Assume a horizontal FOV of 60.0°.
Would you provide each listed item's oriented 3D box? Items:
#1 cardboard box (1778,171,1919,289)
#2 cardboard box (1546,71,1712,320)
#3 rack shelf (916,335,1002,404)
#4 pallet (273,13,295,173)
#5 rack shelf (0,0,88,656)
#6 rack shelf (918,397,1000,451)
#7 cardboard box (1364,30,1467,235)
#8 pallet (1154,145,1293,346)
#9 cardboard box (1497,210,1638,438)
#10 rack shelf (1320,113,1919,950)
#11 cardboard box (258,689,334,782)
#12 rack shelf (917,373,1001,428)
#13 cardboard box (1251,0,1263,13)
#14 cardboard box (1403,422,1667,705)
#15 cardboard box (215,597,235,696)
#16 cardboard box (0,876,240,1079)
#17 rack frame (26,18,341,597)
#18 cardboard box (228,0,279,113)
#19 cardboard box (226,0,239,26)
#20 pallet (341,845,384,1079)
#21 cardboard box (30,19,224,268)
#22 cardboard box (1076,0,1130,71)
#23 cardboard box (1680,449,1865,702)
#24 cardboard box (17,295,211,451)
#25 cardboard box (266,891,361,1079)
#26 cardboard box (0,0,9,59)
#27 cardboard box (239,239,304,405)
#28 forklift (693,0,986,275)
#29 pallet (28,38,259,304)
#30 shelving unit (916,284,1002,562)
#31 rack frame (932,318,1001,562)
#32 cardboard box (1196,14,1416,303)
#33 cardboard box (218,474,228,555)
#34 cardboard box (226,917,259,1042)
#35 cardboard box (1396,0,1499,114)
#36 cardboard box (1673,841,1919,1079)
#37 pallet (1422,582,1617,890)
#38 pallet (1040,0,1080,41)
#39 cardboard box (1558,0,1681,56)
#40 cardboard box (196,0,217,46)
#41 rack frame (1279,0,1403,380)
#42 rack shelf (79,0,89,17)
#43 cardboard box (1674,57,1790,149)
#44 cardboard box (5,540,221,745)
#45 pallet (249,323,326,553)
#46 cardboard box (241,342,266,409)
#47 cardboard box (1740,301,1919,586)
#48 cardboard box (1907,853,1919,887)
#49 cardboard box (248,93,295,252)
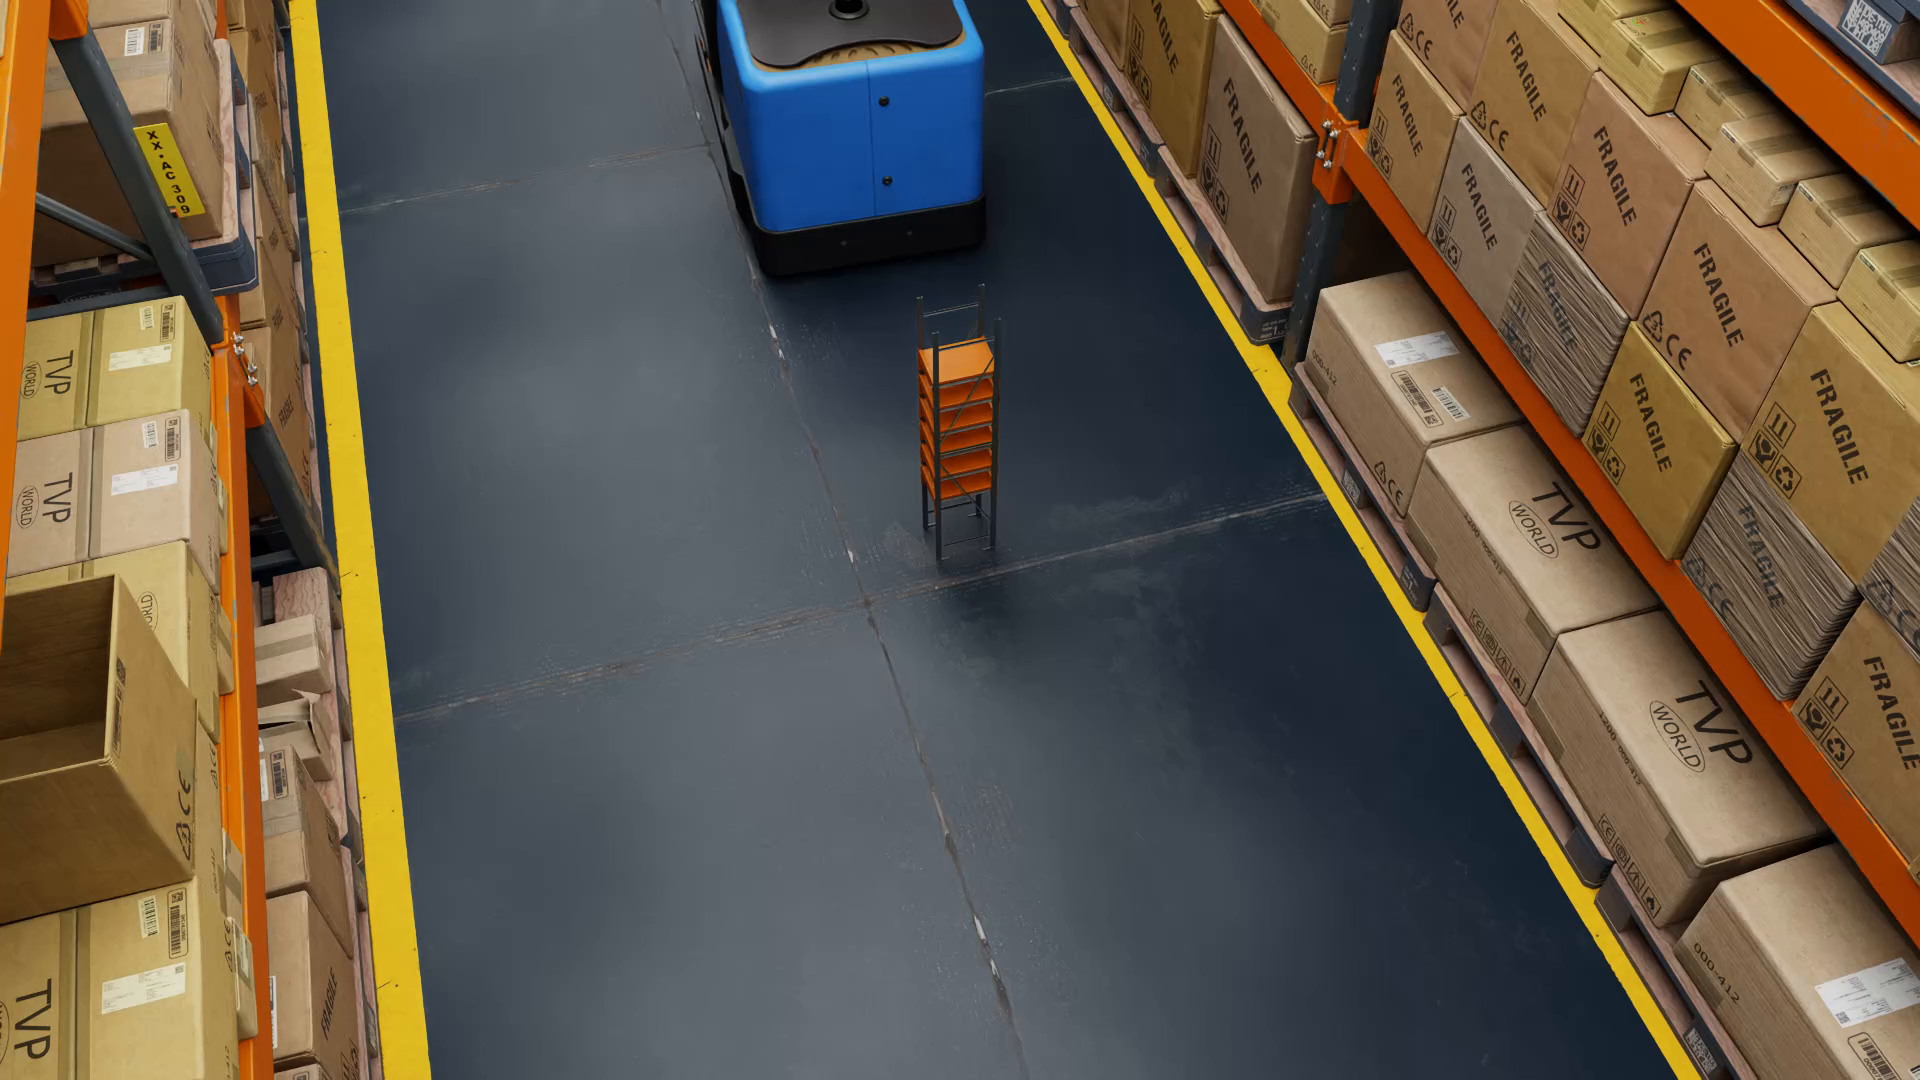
[{"bbox_3d":[2.274,-0.784,4.095,0.380,0.149,0.250,-12,51,-10],"label":"cardboard box"},{"bbox_3d":[2.072,-1.014,4.713,0.500,0.500,0.500,-12,51,-10],"label":"cardboard box"},{"bbox_3d":[-0.004,-0.601,5.849,0.258,0.103,0.180,-13,51,-11],"label":"rack shelf"},{"bbox_3d":[-3.861,-2.153,8.217,1.003,0.211,1.213,-13,51,-11],"label":"pallet"},{"bbox_3d":[-2.271,0.041,3.051,1.077,0.370,4.000,-13,51,-11],"label":"rack shelf"},{"bbox_3d":[-0.004,-0.446,6.032,0.258,0.103,0.180,-13,51,-11],"label":"rack shelf"},{"bbox_3d":[1.767,-1.440,5.726,0.500,0.500,0.500,-12,51,-10],"label":"cardboard box"},{"bbox_3d":[1.578,-1.457,7.630,1.003,0.211,1.213,-13,51,-11],"label":"pallet"},{"bbox_3d":[2.053,-0.706,5.108,0.500,0.500,0.500,-13,51,-11],"label":"cardboard box"},{"bbox_3d":[2.470,-0.117,5.147,1.077,0.370,4.000,-13,51,-11],"label":"rack shelf"},{"bbox_3d":[-2.311,0.663,5.533,0.396,0.266,0.258,-12,51,-10],"label":"cardboard box"},{"bbox_3d":[-0.004,-0.523,5.940,0.258,0.103,0.180,-13,51,-11],"label":"rack shelf"},{"bbox_3d":[1.355,-2.404,6.702,0.500,0.250,0.500,-14,51,-11],"label":"cardboard box"},{"bbox_3d":[2.227,0.018,5.964,0.875,0.438,0.875,-15,51,-12],"label":"cardboard box"},{"bbox_3d":[-2.175,0.320,4.472,0.380,0.149,0.250,-14,51,-12],"label":"cardboard box"},{"bbox_3d":[-1.859,1.060,3.588,0.500,0.250,0.500,-14,51,-12],"label":"cardboard box"},{"bbox_3d":[-2.862,-0.684,5.155,1.000,3.000,0.127,-13,51,-11],"label":"rack frame"},{"bbox_3d":[-3.577,-2.307,7.883,0.500,0.500,0.500,-14,51,-12],"label":"cardboard box"},{"bbox_3d":[-3.511,-2.446,7.576,0.380,0.149,0.250,-15,51,-12],"label":"cardboard box"},{"bbox_3d":[-2.296,1.609,5.045,1.003,0.211,1.213,-13,51,-11],"label":"pallet"},{"bbox_3d":[-2.792,-1.256,5.296,0.700,0.500,0.500,-12,51,-10],"label":"cardboard box"},{"bbox_3d":[1.080,-3.006,8.227,0.875,0.875,0.875,-13,51,-11],"label":"cardboard box"},{"bbox_3d":[2.370,0.044,4.475,0.500,0.500,0.500,-12,51,-10],"label":"cardboard box"},{"bbox_3d":[-2.479,-0.415,4.831,0.500,0.250,0.500,-12,51,-10],"label":"cardboard box"},{"bbox_3d":[-2.046,1.397,4.760,0.500,0.500,0.500,-12,51,-10],"label":"cardboard box"},{"bbox_3d":[-2.404,-1.195,3.787,0.380,0.149,0.250,-13,51,-11],"label":"cardboard box"},{"bbox_3d":[-2.957,-0.805,6.617,0.500,0.500,0.500,-14,51,-11],"label":"cardboard box"},{"bbox_3d":[-0.734,-3.285,7.392,1.130,2.935,3.031,-11,51,-9],"label":"forklift"},{"bbox_3d":[-2.994,-1.231,5.741,1.003,0.211,1.213,-13,51,-11],"label":"pallet"},{"bbox_3d":[-0.004,-0.397,6.090,0.258,1.200,0.189,-13,51,-11],"label":"shelving unit"},{"bbox_3d":[0.023,-0.330,6.034,0.240,1.200,0.006,-13,51,-11],"label":"rack frame"},{"bbox_3d":[1.618,-1.695,7.121,0.875,0.875,0.875,-12,51,-10],"label":"cardboard box"},{"bbox_3d":[-2.329,-0.058,4.791,0.380,0.149,0.250,-12,51,-10],"label":"cardboard box"},{"bbox_3d":[-1.848,1.064,3.845,0.380,0.149,0.250,-15,51,-12],"label":"cardboard box"},{"bbox_3d":[1.788,-1.761,5.343,0.500,0.500,0.500,-13,51,-11],"label":"cardboard box"},{"bbox_3d":[2.770,1.343,4.847,0.875,0.438,0.875,-15,51,-12],"label":"cardboard box"},{"bbox_3d":[2.393,0.555,5.934,1.003,0.211,1.213,-13,51,-11],"label":"pallet"},{"bbox_3d":[0.856,-3.239,9.132,1.003,0.211,1.213,-13,51,-11],"label":"pallet"},{"bbox_3d":[1.946,-1.528,4.722,0.380,0.149,0.250,-14,51,-11],"label":"cardboard box"},{"bbox_3d":[-2.907,-1.878,5.974,0.396,0.266,0.258,-11,51,-9],"label":"cardboard box"},{"bbox_3d":[1.878,-1.809,6.103,1.000,3.000,0.127,-13,51,-11],"label":"rack frame"},{"bbox_3d":[-3.454,-2.880,5.514,1.077,0.370,4.000,-13,51,-11],"label":"rack shelf"},{"bbox_3d":[2.149,-1.162,4.414,0.380,0.149,0.250,-13,51,-11],"label":"cardboard box"},{"bbox_3d":[-2.182,0.315,4.216,0.500,0.250,0.500,-14,51,-11],"label":"cardboard box"},{"bbox_3d":[-3.139,-0.371,6.715,1.003,0.211,1.213,-13,51,-11],"label":"pallet"},{"bbox_3d":[-2.714,-0.545,5.973,0.380,0.149,0.250,-11,51,-9],"label":"cardboard box"},{"bbox_3d":[2.365,-0.278,4.093,0.500,0.500,0.500,-14,51,-11],"label":"cardboard box"},{"bbox_3d":[2.666,0.787,3.849,0.500,0.500,0.500,-13,51,-11],"label":"cardboard box"},{"bbox_3d":[-3.248,-1.551,7.245,0.500,0.500,0.500,-15,51,-12],"label":"cardboard box"}]
